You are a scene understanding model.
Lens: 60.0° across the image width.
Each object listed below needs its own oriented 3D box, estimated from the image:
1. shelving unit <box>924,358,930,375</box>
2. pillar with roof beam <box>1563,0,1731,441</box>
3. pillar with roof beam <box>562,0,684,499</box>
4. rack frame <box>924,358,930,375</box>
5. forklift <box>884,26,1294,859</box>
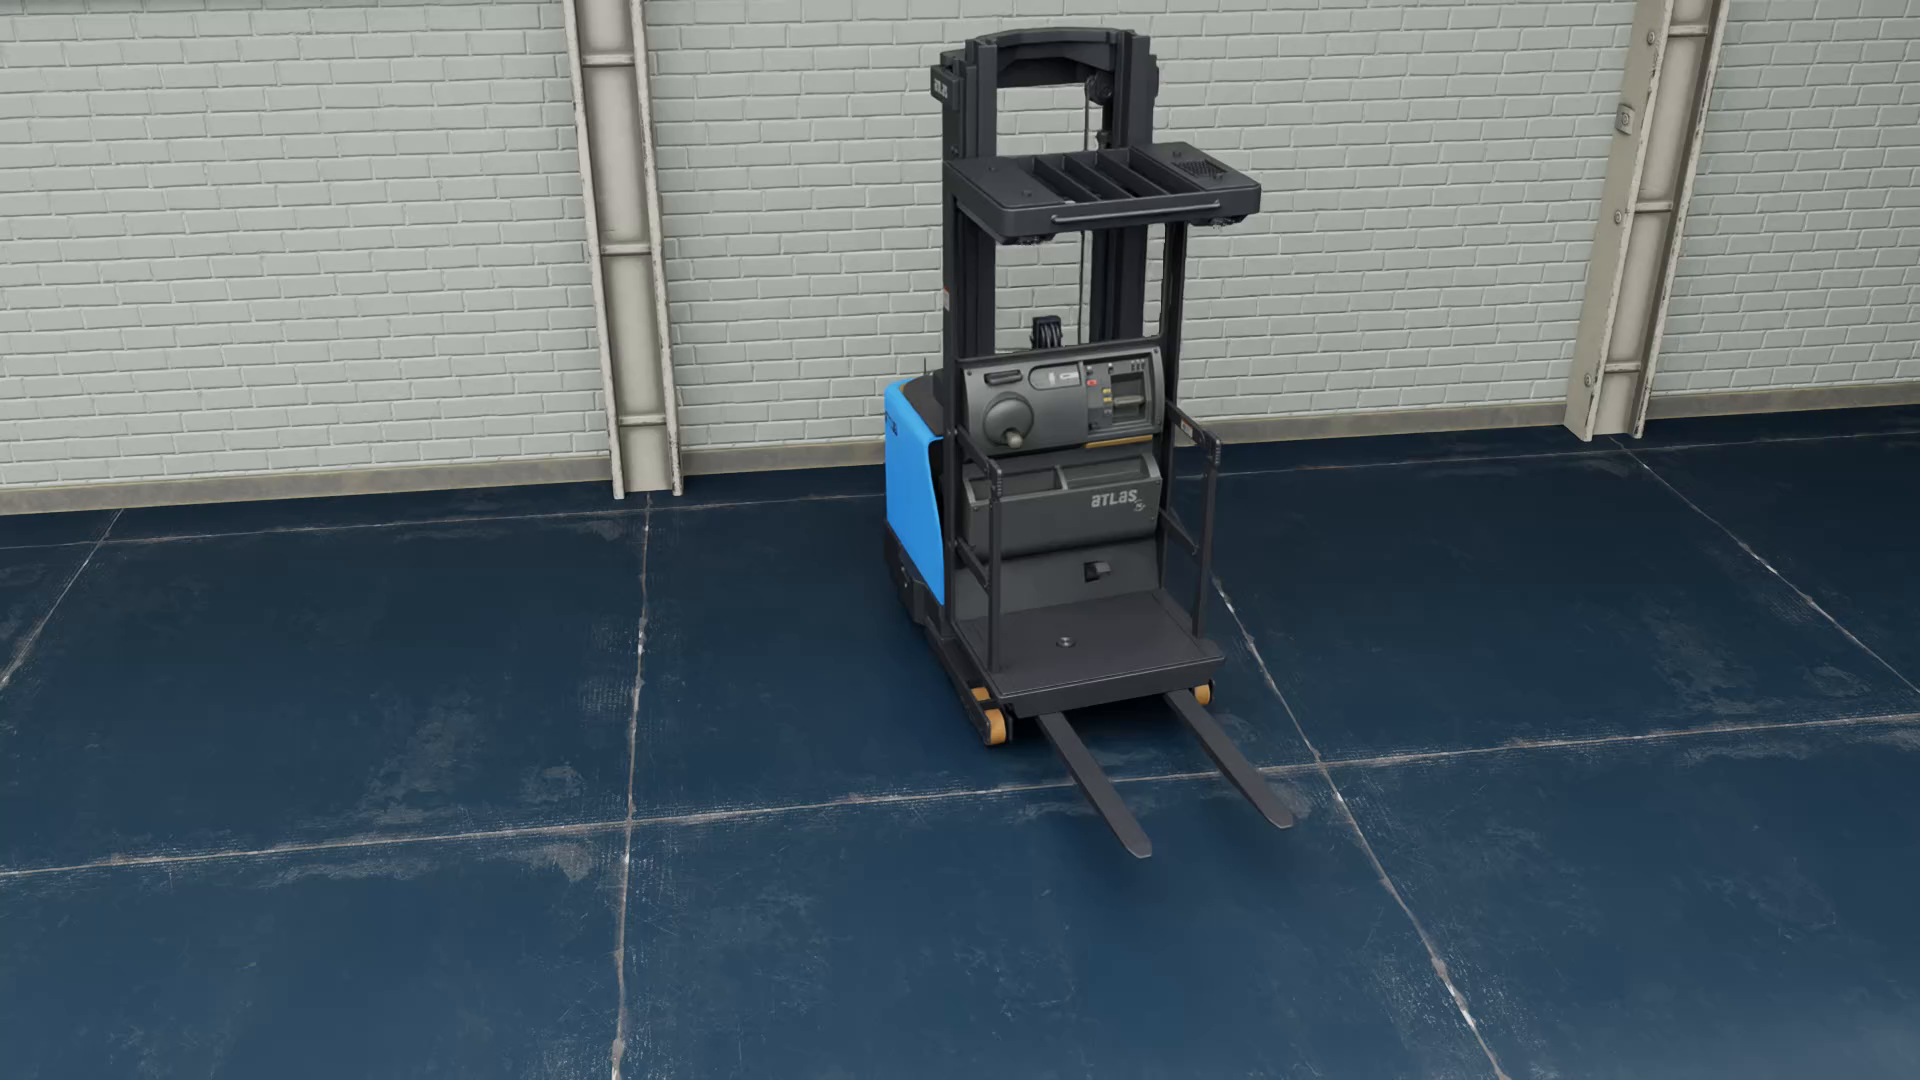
[{"bbox_3d":[-0.053,-0.464,9.004,0.252,1.050,0.215,-4,27,-7],"label":"shelving unit"},{"bbox_3d":[4.696,-2.760,4.773,0.400,9.000,9.100,-4,27,-7],"label":"pillar with roof beam"},{"bbox_3d":[-1.245,-2.379,4.029,0.400,9.000,9.100,-4,27,-7],"label":"pillar with roof beam"},{"bbox_3d":[-0.174,-0.456,8.989,0.008,1.050,0.200,-4,27,-7],"label":"rack frame"},{"bbox_3d":[0.536,-0.589,7.187,1.130,2.935,3.031,-8,28,-16],"label":"forklift"}]
